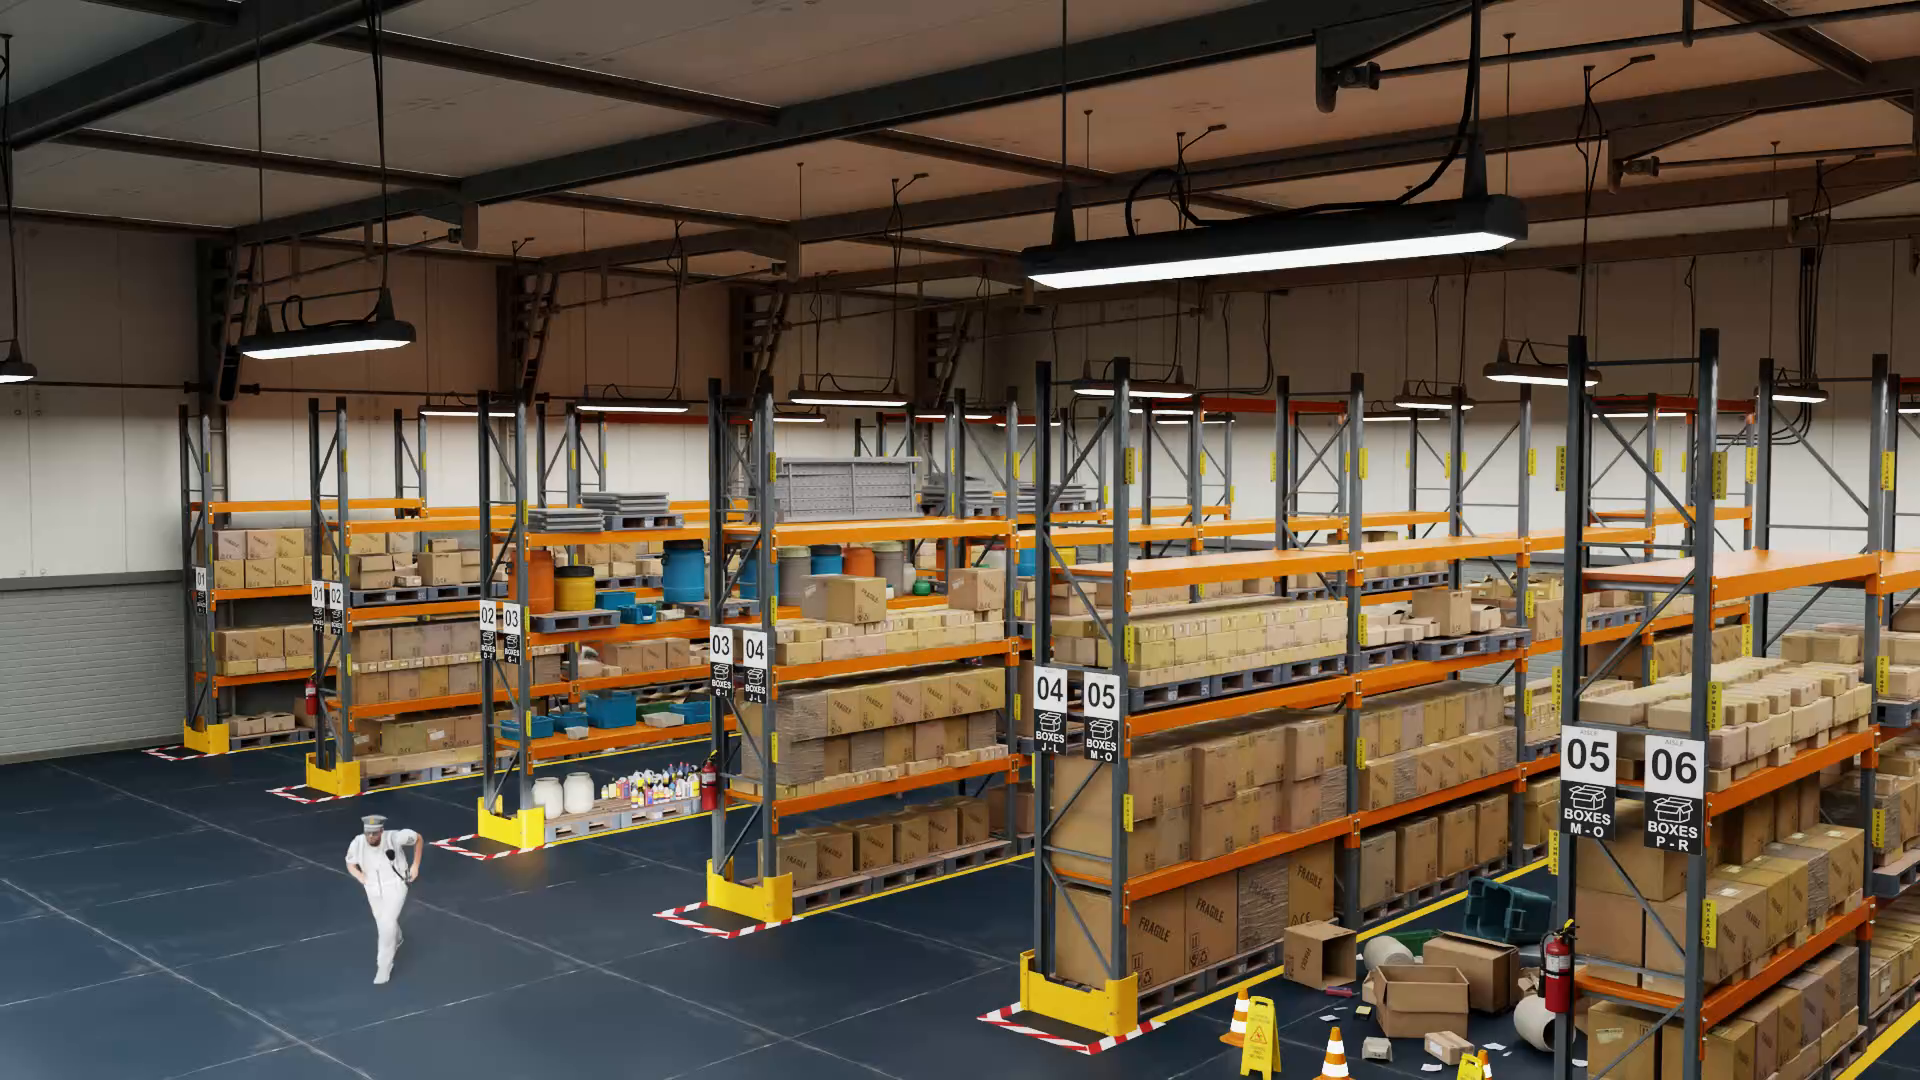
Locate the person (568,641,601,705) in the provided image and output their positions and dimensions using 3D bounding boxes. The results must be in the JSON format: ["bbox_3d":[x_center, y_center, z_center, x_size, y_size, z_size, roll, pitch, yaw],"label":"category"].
[{"bbox_3d":[-7.105,2.630,31.480,0.658,1.773,1.135,2,4,33],"label":"person"}]

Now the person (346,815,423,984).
[{"bbox_3d":[-5.676,3.504,16.491,0.707,1.718,0.982,0,3,-3],"label":"person"}]

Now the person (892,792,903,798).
[{"bbox_3d":[-1.079,3.124,24.682,0.602,1.487,0.849,1,3,13],"label":"person"}]
